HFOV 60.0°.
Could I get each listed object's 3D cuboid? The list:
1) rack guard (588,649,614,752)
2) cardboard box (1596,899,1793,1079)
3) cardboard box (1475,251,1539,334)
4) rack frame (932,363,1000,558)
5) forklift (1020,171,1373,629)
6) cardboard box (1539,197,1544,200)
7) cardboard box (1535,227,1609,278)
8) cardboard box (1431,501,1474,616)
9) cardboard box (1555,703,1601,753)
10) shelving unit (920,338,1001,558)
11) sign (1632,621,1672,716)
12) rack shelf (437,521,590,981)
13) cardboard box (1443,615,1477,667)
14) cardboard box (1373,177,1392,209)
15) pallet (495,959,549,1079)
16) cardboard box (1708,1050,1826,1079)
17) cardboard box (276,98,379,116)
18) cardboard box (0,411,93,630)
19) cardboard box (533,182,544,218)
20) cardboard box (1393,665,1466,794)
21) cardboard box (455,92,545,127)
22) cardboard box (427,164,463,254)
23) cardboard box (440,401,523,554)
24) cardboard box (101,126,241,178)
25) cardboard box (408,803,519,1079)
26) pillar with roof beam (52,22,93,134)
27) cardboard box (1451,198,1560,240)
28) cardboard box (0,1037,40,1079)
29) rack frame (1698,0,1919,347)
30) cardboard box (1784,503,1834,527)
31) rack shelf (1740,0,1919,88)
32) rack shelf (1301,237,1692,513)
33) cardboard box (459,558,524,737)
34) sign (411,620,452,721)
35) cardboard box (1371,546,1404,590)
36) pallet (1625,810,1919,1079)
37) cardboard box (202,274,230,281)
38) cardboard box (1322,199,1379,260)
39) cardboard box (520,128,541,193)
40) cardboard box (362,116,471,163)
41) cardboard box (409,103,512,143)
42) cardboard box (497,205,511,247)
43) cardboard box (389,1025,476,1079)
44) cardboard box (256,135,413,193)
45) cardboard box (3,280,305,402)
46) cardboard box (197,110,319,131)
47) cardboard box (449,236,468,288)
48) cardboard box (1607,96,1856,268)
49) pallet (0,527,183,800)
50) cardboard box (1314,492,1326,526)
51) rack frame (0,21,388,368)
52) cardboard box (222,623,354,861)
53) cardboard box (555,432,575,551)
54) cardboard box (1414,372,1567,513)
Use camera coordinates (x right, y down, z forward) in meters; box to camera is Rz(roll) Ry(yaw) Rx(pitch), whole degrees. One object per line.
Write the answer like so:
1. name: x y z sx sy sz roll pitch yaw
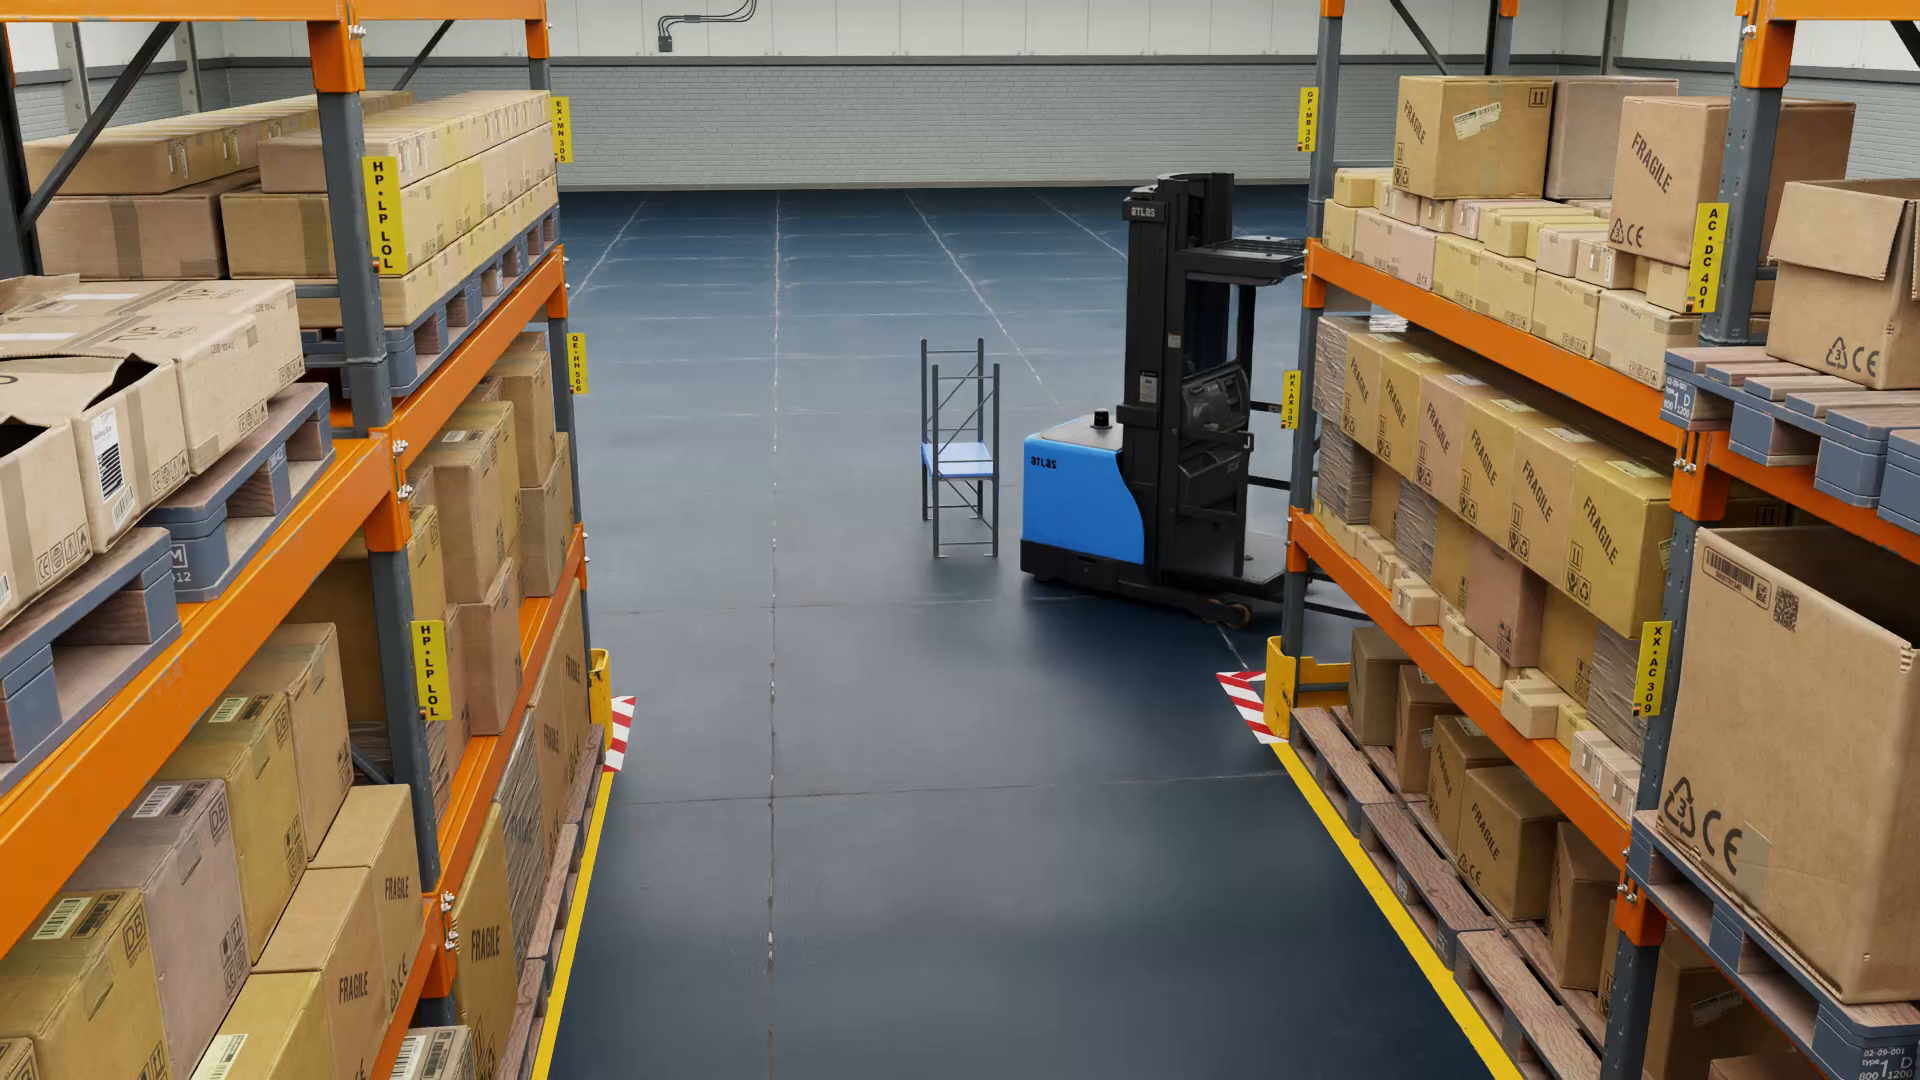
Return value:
1. rack guard: -2.574 0.929 9.382 1.175 0.500 0.348 -2 18 -6
2. cardboard box: 2.783 1.684 6.276 0.500 0.500 0.500 -2 18 -7
3. cardboard box: 2.377 -0.982 6.541 0.500 0.250 0.500 -2 18 -6
4. rack frame: 0.044 -0.590 12.551 0.500 1.500 0.032 -2 18 -6
5. forklift: 1.940 -0.977 11.394 3.031 2.935 1.130 12 21 34
6. cardboard box: 2.710 -1.545 7.667 0.380 0.149 0.250 -2 17 -5
7. cardboard box: 2.361 -1.061 6.126 0.380 0.149 0.250 -2 18 -7
8. cardboard box: 2.621 0.041 7.376 0.875 0.500 0.500 -2 18 -6
9. cardboard box: 2.488 0.726 6.275 0.380 0.149 0.250 -2 18 -6
10. shelving unit: -0.009 -0.741 13.033 0.538 1.500 1.048 -2 18 -6
11. sign: 2.246 0.419 5.391 0.100 0.325 0.005 -2 18 -6
12. rack shelf: -2.365 0.683 7.195 1.077 0.370 4.000 -2 18 -6
13. cardboard box: 2.330 0.430 7.219 0.380 0.149 0.250 -2 18 -6
14. cardboard box: 2.250 -1.688 8.123 0.380 0.149 0.250 -2 18 -7
15. pallet: -2.160 2.037 6.336 1.003 0.211 1.213 -2 18 -6
16. cardboard box: 2.827 1.979 5.305 0.700 0.500 0.500 -3 18 -10
17. cardboard box: -2.777 -1.860 7.307 0.380 0.149 0.250 -2 17 -5
18. cardboard box: -1.707 -0.034 2.550 0.500 0.311 0.500 -2 18 -7
19. cardboard box: -2.148 -1.575 7.730 0.380 0.149 0.250 -2 17 -5
20. cardboard box: 2.516 0.977 8.530 0.500 0.500 0.500 3 18 9
21. cardboard box: -2.175 -2.032 7.852 0.380 0.149 0.250 -2 18 -5
22. cardboard box: -1.985 -1.118 5.610 0.500 0.250 0.500 -2 18 -6
23. cardboard box: -2.317 -0.245 6.897 0.875 0.550 0.500 -2 18 -6
24. cardboard box: -2.565 -1.253 5.374 0.380 0.149 0.250 -2 18 -6
25. cardboard box: -2.154 1.560 6.048 0.875 0.875 0.875 -2 17 -5
26. pillar with roof beam: -11.440 -9.829 29.461 9.100 9.000 0.400 -2 18 -6
27. cardboard box: 2.343 -1.378 7.137 0.380 0.149 0.250 -2 18 -6
28. cardboard box: -1.892 1.165 2.622 0.700 0.500 0.500 -2 18 -6
29. rack frame: 2.785 -2.050 4.682 1.000 3.000 0.127 -2 18 -6
30. cardboard box: 2.991 0.004 5.824 0.500 0.500 0.500 -2 18 -6
31. rack shelf: 2.991 -0.920 2.952 1.077 0.370 4.000 -2 18 -6
32. rack shelf: 2.578 -0.871 7.137 1.077 0.370 4.000 -2 18 -6
33. cardboard box: -2.227 0.427 6.559 0.875 0.550 0.550 -2 18 -6
34. sign: -1.620 0.401 5.090 0.100 0.325 0.005 -2 18 -6
35. cardboard box: 2.247 0.132 8.170 0.380 0.149 0.250 -2 18 -6
36. pallet: 2.719 1.136 4.870 1.003 0.211 1.213 -2 18 -6
37. cardboard box: -2.541 -0.797 5.253 0.380 0.149 0.250 -1 17 -5
38. cardboard box: 2.165 -1.587 8.468 0.500 0.250 0.500 -1 17 -4
39. cardboard box: -2.193 -1.719 7.524 0.500 0.250 0.500 -2 18 -6
40. cardboard box: -1.966 -1.427 5.926 0.380 0.149 0.250 -2 17 -5
41. cardboard box: -2.069 -1.727 6.883 0.380 0.149 0.250 -2 18 -6
42. cardboard box: -2.044 -1.272 6.766 0.380 0.149 0.250 -2 17 -5
43. cardboard box: -2.006 1.991 4.883 1.050 0.750 0.750 -2 18 -6
44. cardboard box: -1.859 -1.123 4.959 0.380 0.149 0.250 -2 18 -5
45. cardboard box: -1.927 -0.466 4.029 0.500 0.250 0.500 -2 17 -5
46. cardboard box: -2.671 -1.556 6.337 0.380 0.149 0.250 -2 17 -5
47. cardboard box: -1.937 -0.969 5.798 0.380 0.149 0.250 -2 18 -7
48. cardboard box: 2.485 -1.173 5.399 0.500 0.500 0.500 -2 18 -7
49. pallet: -1.984 0.263 2.639 1.003 0.211 1.213 -1 17 -3
50. cardboard box: 2.164 -0.167 9.121 0.380 0.149 0.250 -2 18 -6
51. rack frame: -2.159 -1.927 4.290 1.000 3.000 0.127 -2 18 -6
52. cardboard box: -2.102 0.559 4.553 0.700 0.500 0.500 -2 18 -7
53. cardboard box: -2.488 -0.218 8.615 0.875 0.550 0.550 -2 18 -6
54. cardboard box: 2.313 -0.427 7.195 0.500 0.500 0.500 -2 18 -6
